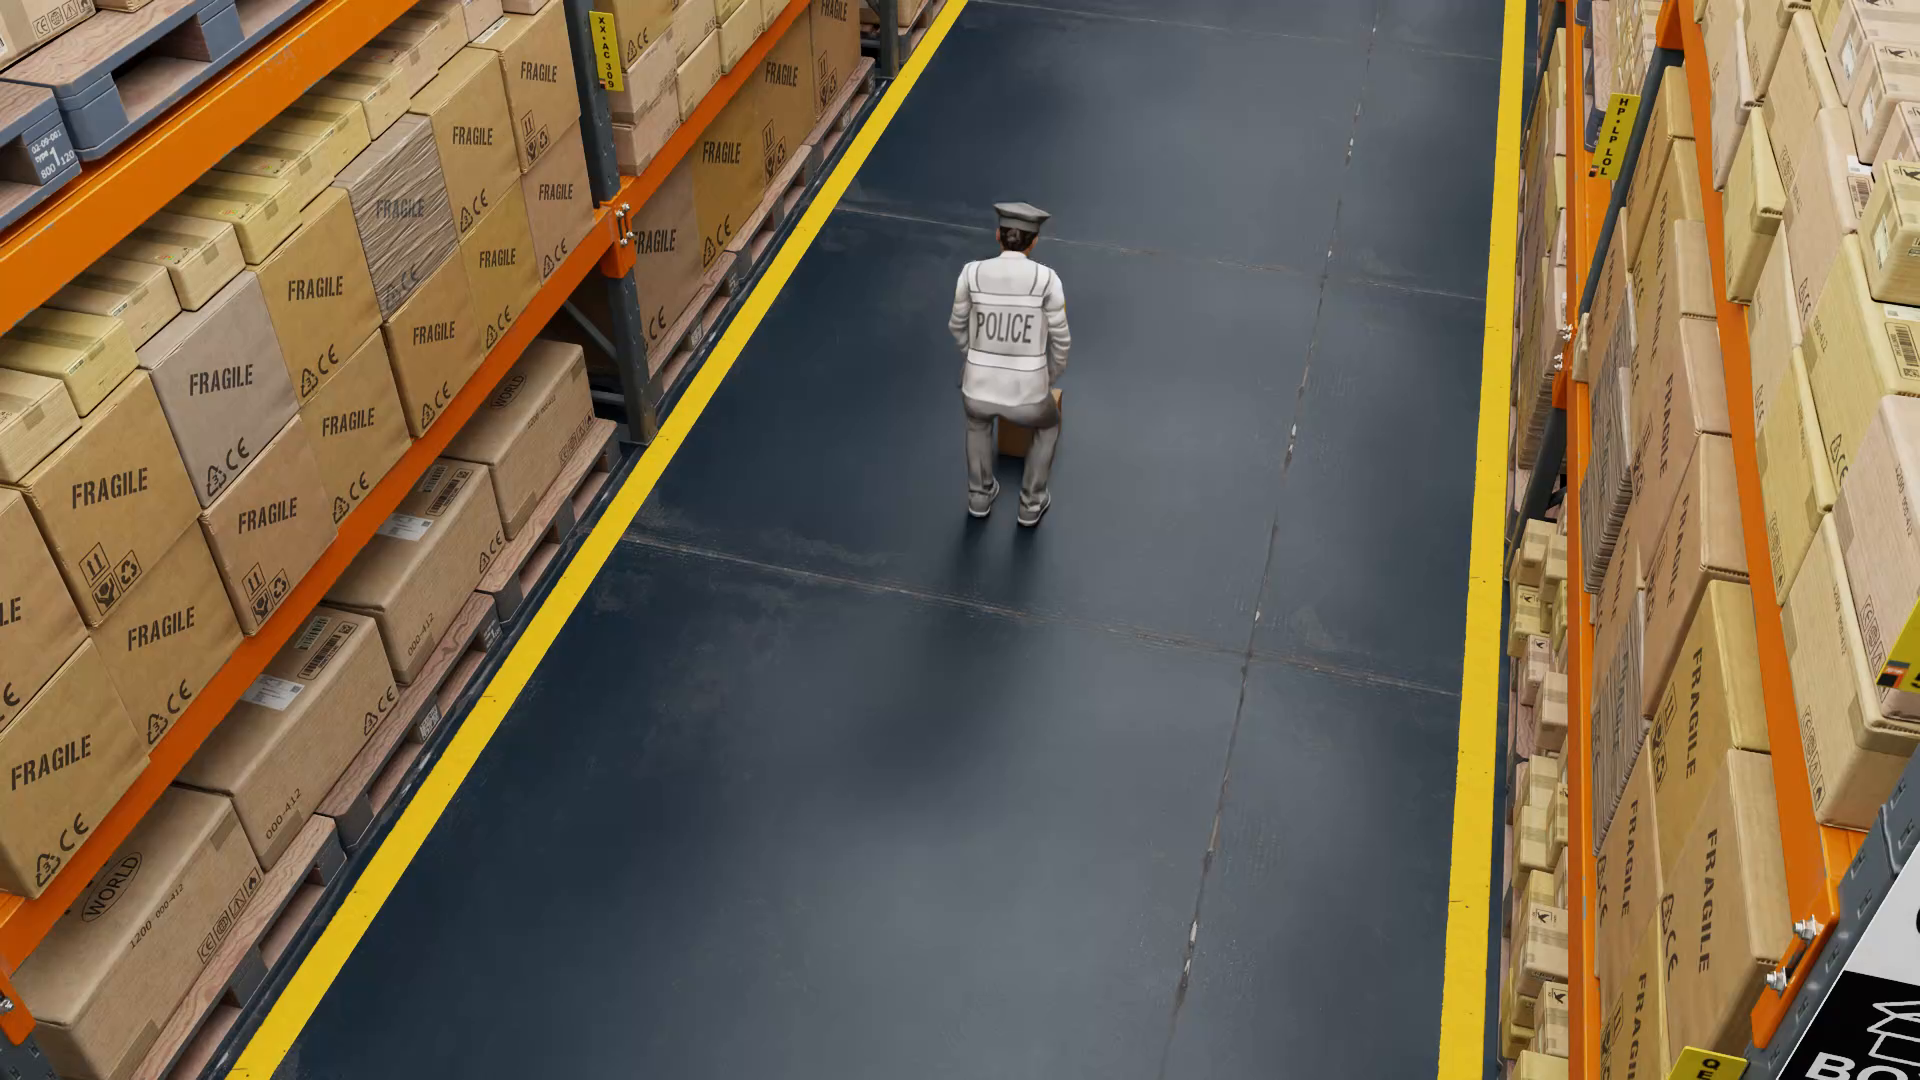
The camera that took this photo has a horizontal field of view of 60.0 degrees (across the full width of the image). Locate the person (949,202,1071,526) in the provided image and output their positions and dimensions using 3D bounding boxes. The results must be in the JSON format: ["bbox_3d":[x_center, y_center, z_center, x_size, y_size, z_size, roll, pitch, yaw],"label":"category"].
[{"bbox_3d":[0.200,-0.735,7.181,0.534,1.429,0.674,10,42,11],"label":"person"}]
